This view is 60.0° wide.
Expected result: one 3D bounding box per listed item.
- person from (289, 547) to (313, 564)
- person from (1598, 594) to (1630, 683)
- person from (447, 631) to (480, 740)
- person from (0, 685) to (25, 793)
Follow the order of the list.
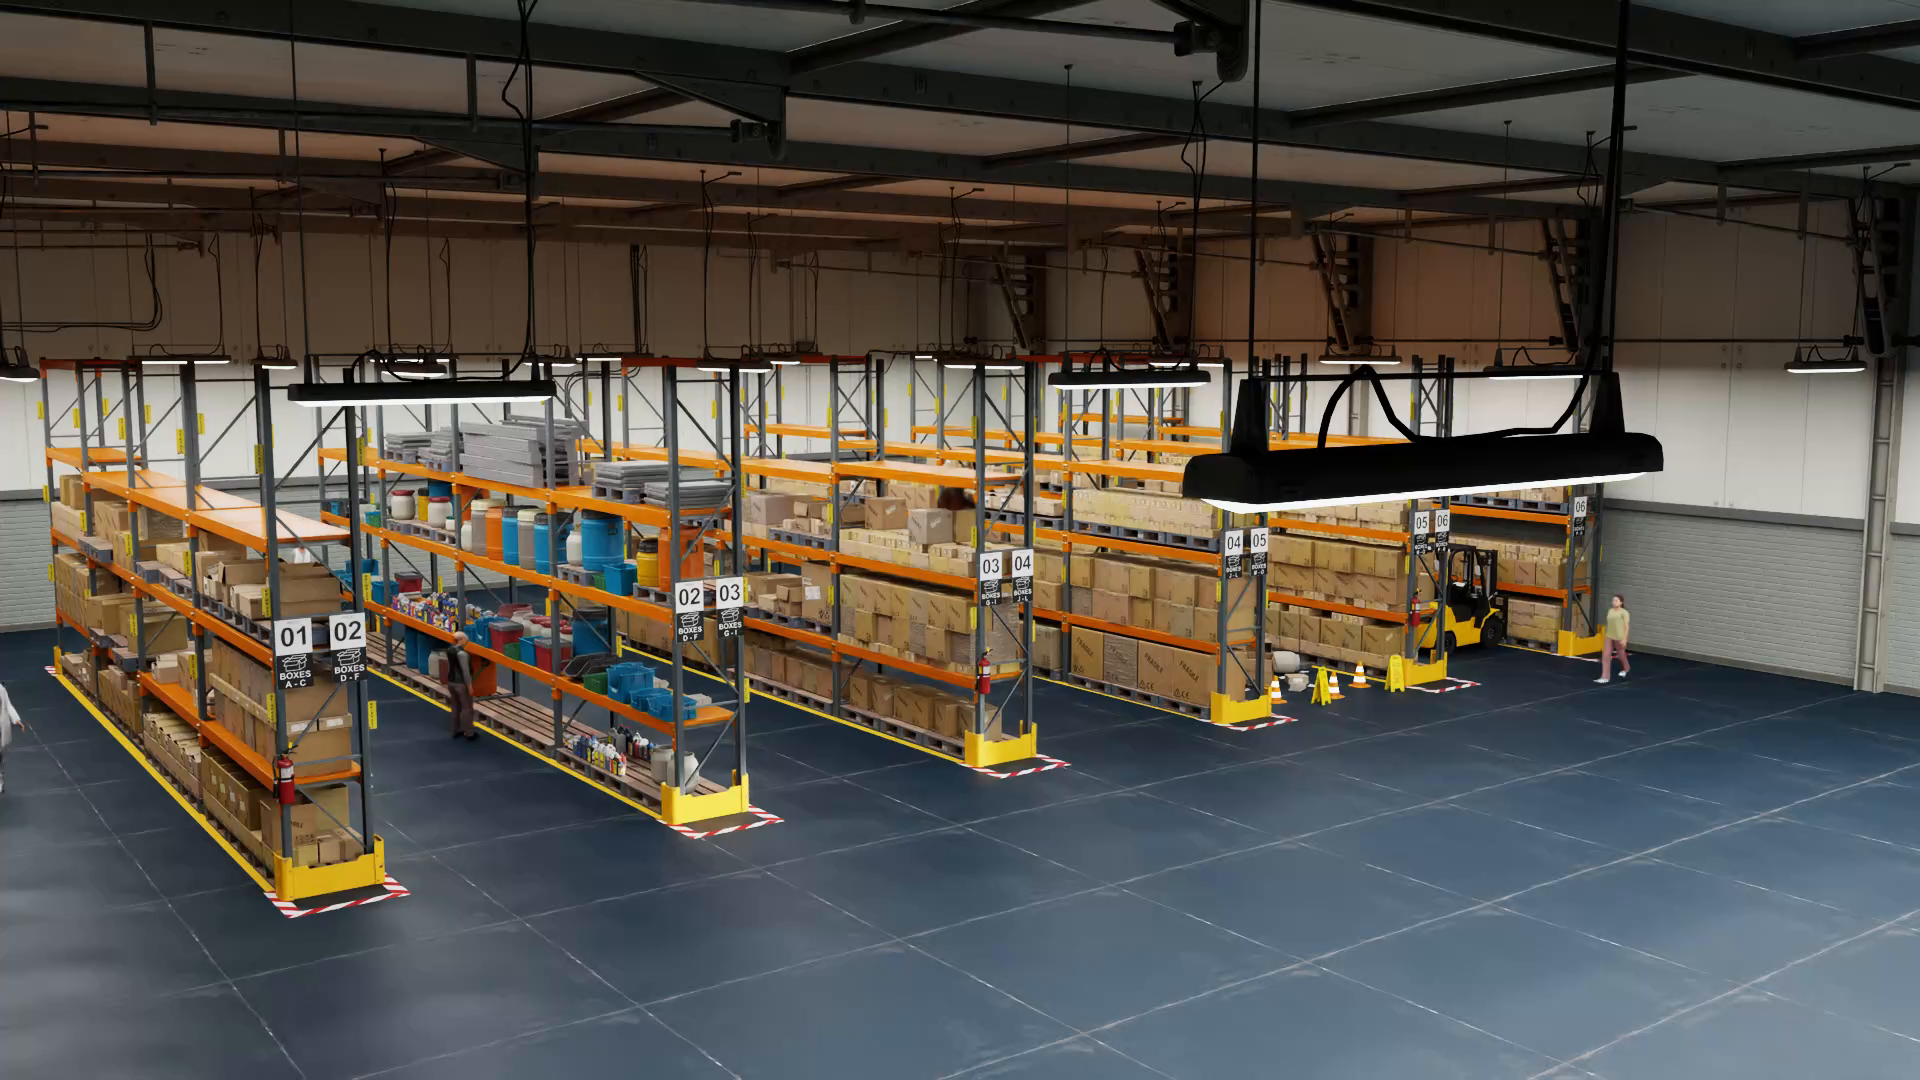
[{"bbox_3d":[-15.227,0.818,38.491,0.561,1.798,0.399,-3,7,-22],"label":"person"},{"bbox_3d":[12.187,1.819,30.857,0.444,1.643,0.941,5,8,34],"label":"person"},{"bbox_3d":[-7.892,2.300,26.417,0.435,1.718,0.582,-6,9,-39],"label":"person"},{"bbox_3d":[-13.608,2.665,23.439,0.729,1.735,1.101,-7,10,-44],"label":"person"}]
